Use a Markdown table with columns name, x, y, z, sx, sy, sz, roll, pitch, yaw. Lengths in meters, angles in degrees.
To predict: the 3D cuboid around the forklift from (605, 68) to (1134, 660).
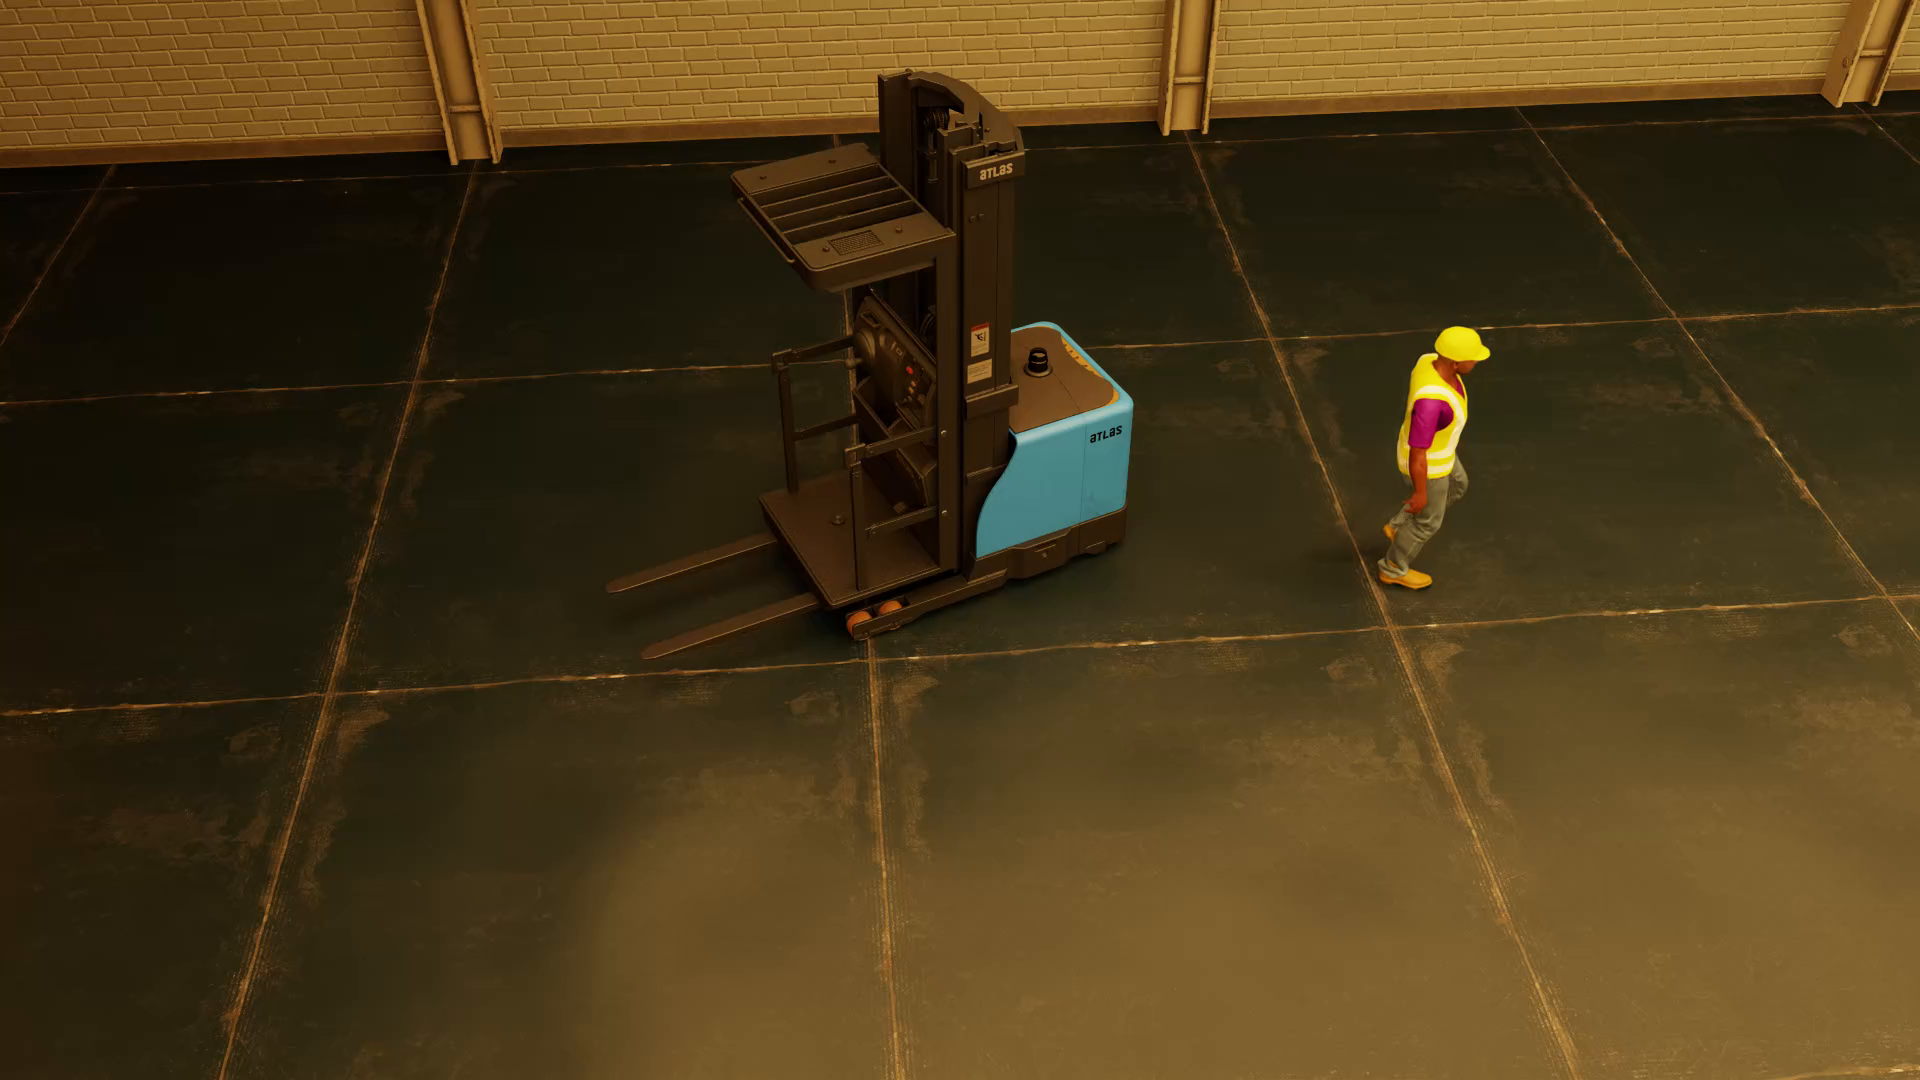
| name | x | y | z | sx | sy | sz | roll | pitch | yaw |
| --- | --- | --- | --- | --- | --- | --- | --- | --- | --- |
| forklift | -0.541 | -0.933 | 9.029 | 3.031 | 2.935 | 1.130 | -18 | 44 | -20 |

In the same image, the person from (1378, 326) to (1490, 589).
| name | x | y | z | sx | sy | sz | roll | pitch | yaw |
| --- | --- | --- | --- | --- | --- | --- | --- | --- | --- |
| person | 2.698 | -0.464 | 9.394 | 0.470 | 1.746 | 0.714 | 7 | 41 | 8 |
